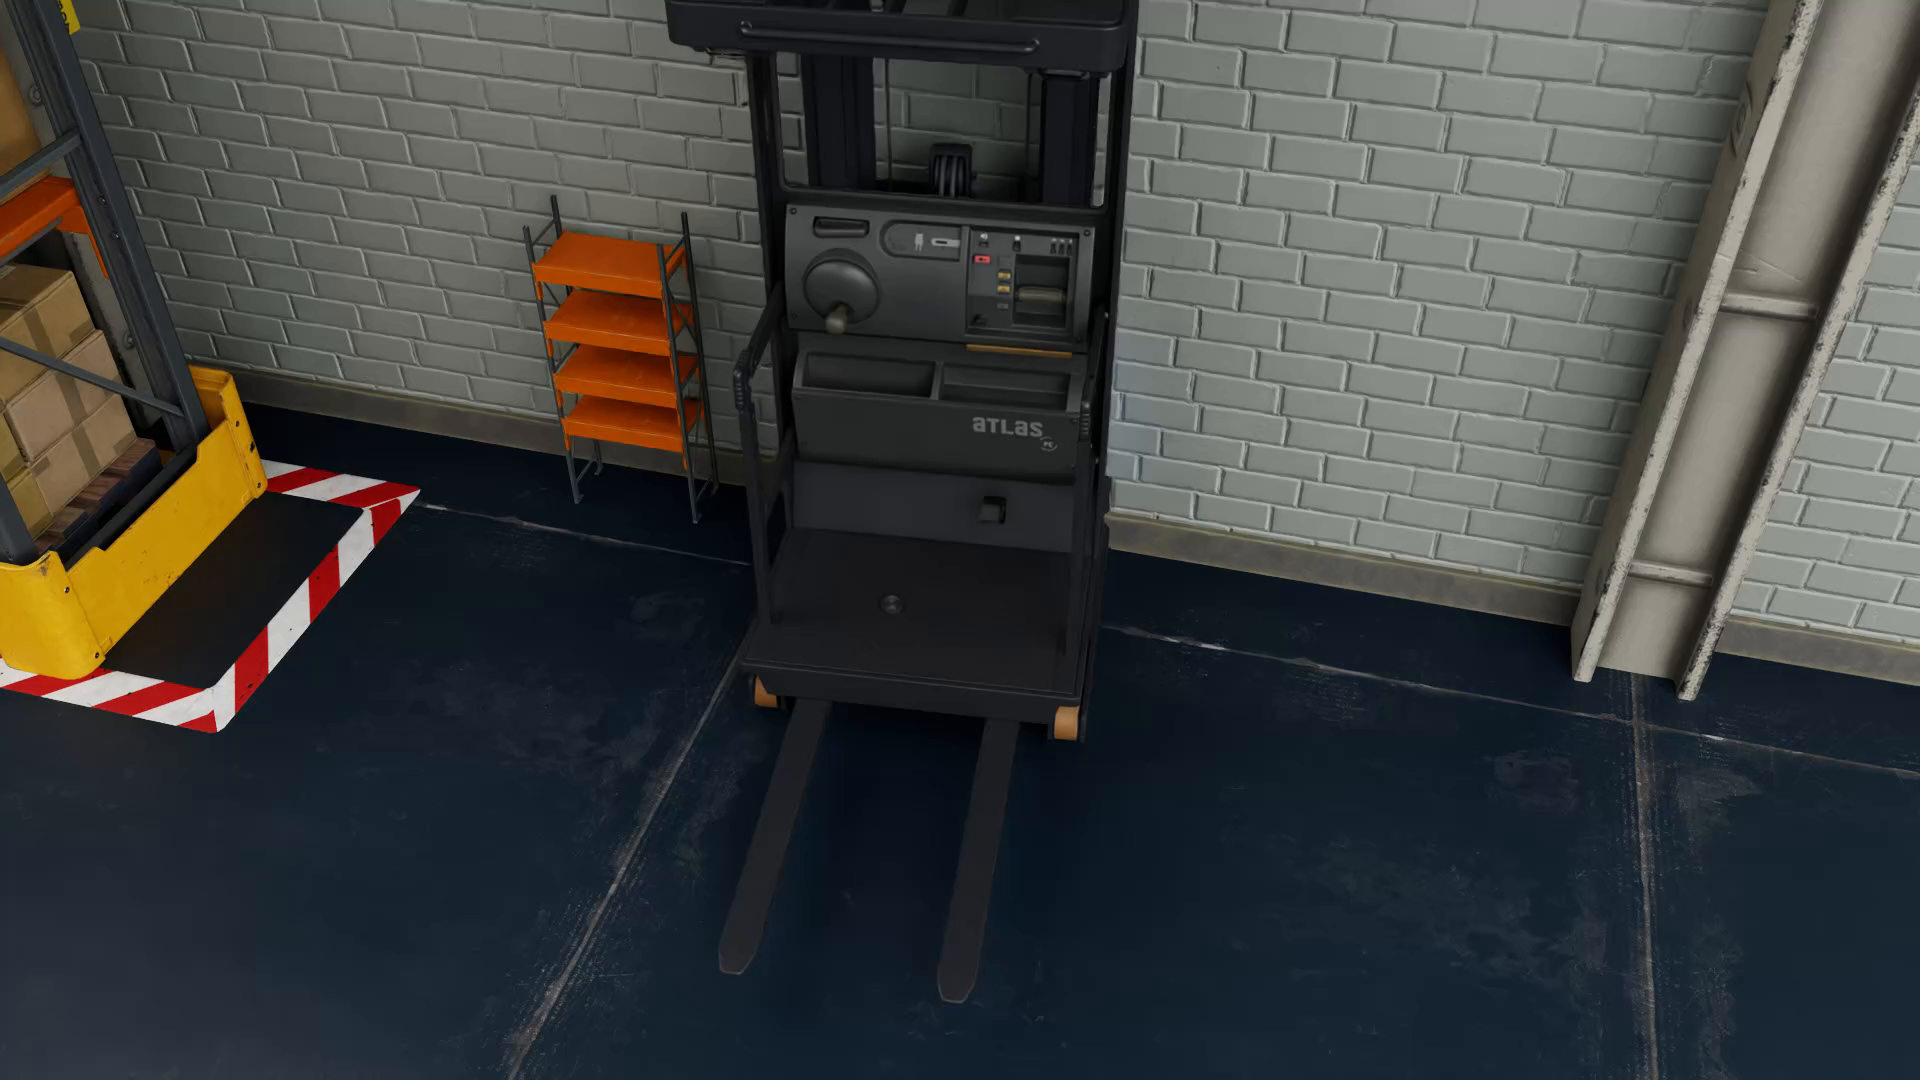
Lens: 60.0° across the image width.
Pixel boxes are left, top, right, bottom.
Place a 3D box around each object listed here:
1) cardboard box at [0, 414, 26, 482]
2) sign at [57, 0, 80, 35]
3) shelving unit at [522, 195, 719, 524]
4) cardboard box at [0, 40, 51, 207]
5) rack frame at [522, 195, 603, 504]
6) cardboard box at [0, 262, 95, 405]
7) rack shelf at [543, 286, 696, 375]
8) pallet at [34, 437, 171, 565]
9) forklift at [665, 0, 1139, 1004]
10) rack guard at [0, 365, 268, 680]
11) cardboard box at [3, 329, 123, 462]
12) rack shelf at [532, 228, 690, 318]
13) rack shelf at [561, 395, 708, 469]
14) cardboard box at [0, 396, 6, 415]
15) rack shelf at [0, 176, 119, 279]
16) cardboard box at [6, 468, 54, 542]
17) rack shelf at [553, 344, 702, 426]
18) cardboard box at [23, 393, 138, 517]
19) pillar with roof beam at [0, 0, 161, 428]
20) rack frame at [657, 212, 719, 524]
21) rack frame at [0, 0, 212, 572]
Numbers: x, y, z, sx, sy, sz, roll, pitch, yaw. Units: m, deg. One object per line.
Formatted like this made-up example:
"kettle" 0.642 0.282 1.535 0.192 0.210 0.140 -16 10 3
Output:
"cardboard box" -3.583 -0.242 5.629 0.500 0.250 0.500 9 41 11
"sign" -2.882 -1.762 5.281 0.005 0.325 0.100 10 41 11
"shelving unit" -1.214 -0.636 6.074 0.503 1.200 0.258 9 41 11
"cardboard box" -3.438 -1.350 5.447 0.500 0.500 0.500 11 41 13
"rack frame" -1.450 -0.674 6.120 0.015 1.200 0.240 9 41 11
"cardboard box" -3.447 -0.745 5.838 0.500 0.250 0.500 9 41 11
"rack shelf" -1.214 -0.755 5.973 0.480 0.148 0.258 9 41 11
"pallet" -3.781 -0.090 6.193 1.213 0.211 1.003 10 41 11
"forklift" -0.096 -0.712 4.819 1.130 2.935 3.031 6 40 7
"rack guard" -3.008 -0.095 5.975 0.348 0.500 1.175 10 41 11
"cardboard box" -3.432 -0.563 6.011 0.500 0.250 0.500 10 41 12
"rack shelf" -1.214 -0.936 5.821 0.480 0.148 0.258 9 41 11
"rack shelf" -1.214 -0.432 6.245 0.480 0.148 0.258 9 41 11
"cardboard box" -3.557 -0.430 5.464 0.500 0.250 0.500 11 41 13
"rack shelf" -4.964 -1.113 5.803 4.000 0.370 1.077 10 41 11
"cardboard box" -3.567 -0.046 5.784 0.500 0.250 0.500 10 41 12
"rack shelf" -1.214 -0.584 6.117 0.480 0.148 0.258 9 41 11
"cardboard box" -3.455 -0.367 6.167 0.500 0.250 0.500 10 41 12
"pillar with roof beam" -4.584 -1.355 0.866 0.400 9.000 9.100 10 41 11
"rack frame" -0.977 -0.597 6.028 0.015 1.200 0.240 9 41 11
"rack frame" -3.032 -1.056 5.175 0.127 3.000 1.000 10 41 11
